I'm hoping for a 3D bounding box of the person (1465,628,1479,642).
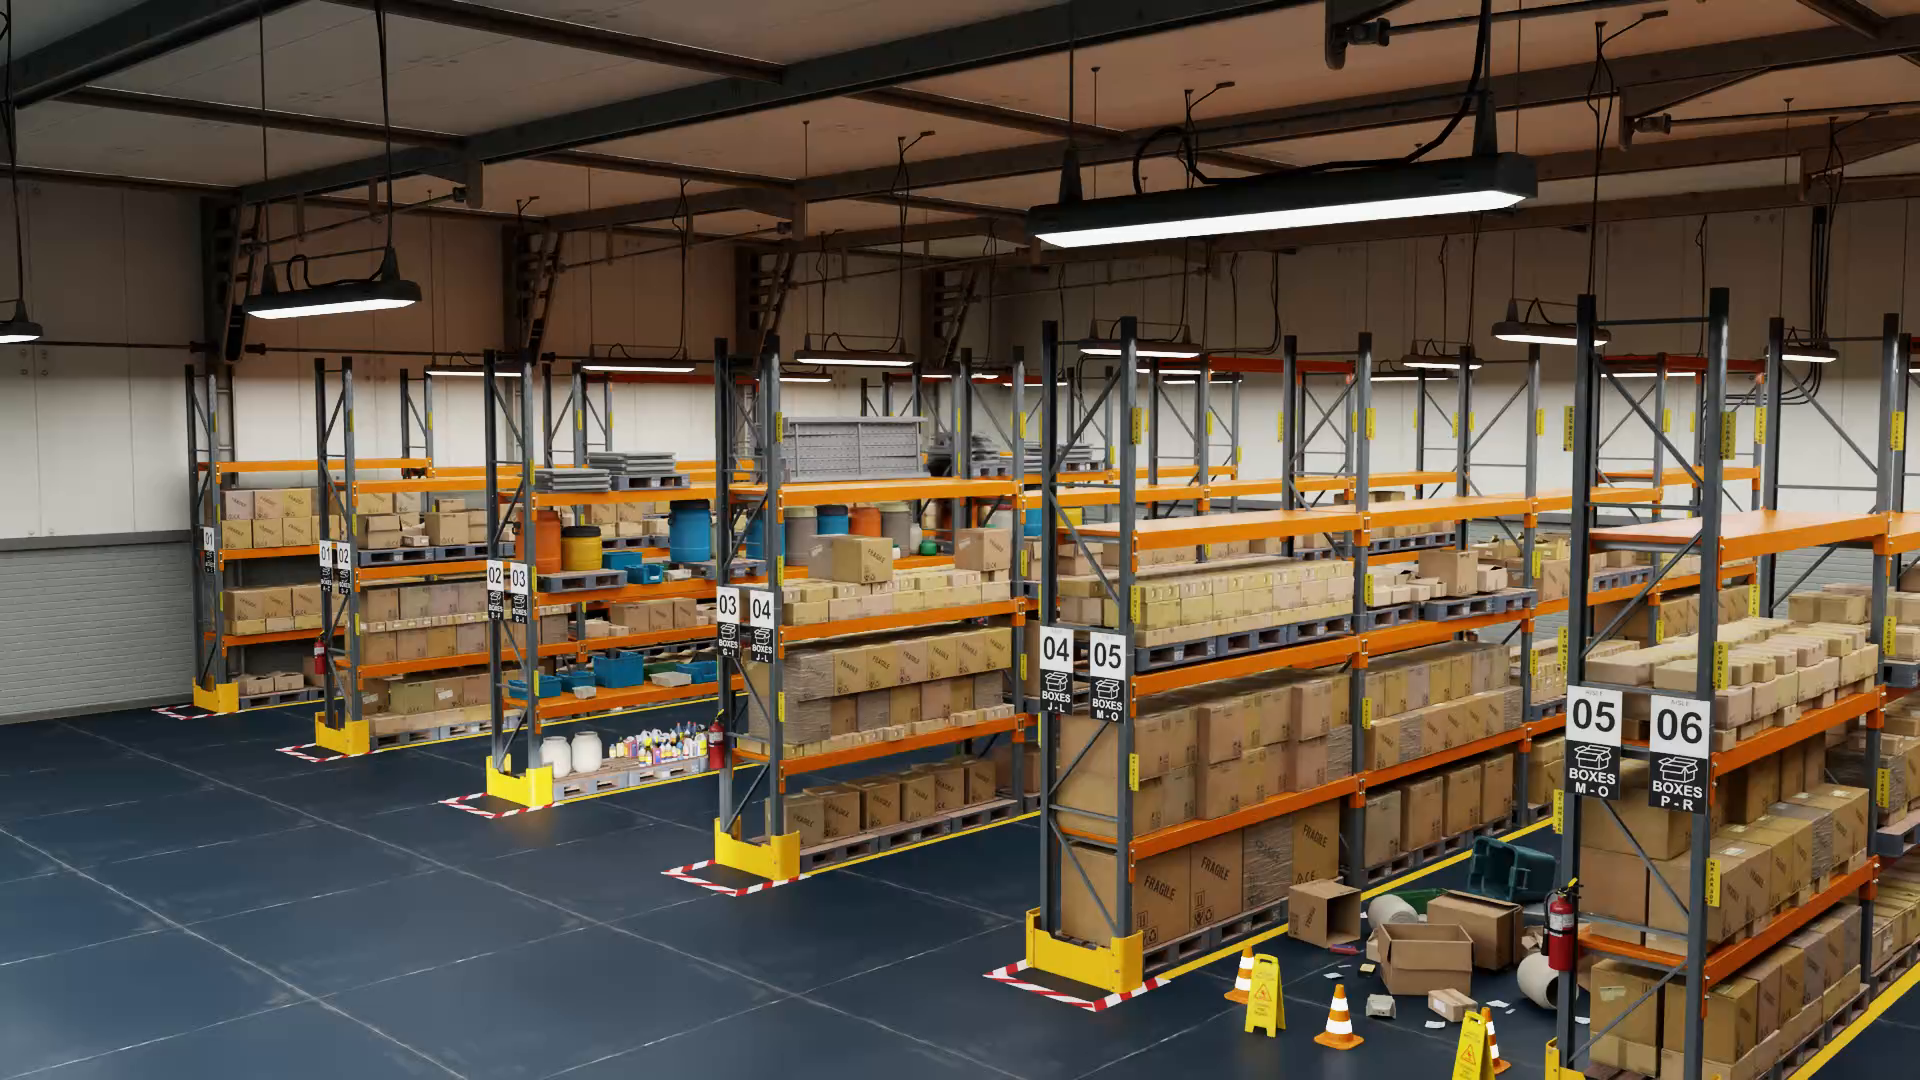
[{"bbox_3d":[8.164,2.257,26.567,0.675,1.765,0.849,3,5,31],"label":"person"}]

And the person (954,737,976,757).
[{"bbox_3d":[0.077,2.395,24.719,0.624,1.771,0.863,2,5,29],"label":"person"}]
